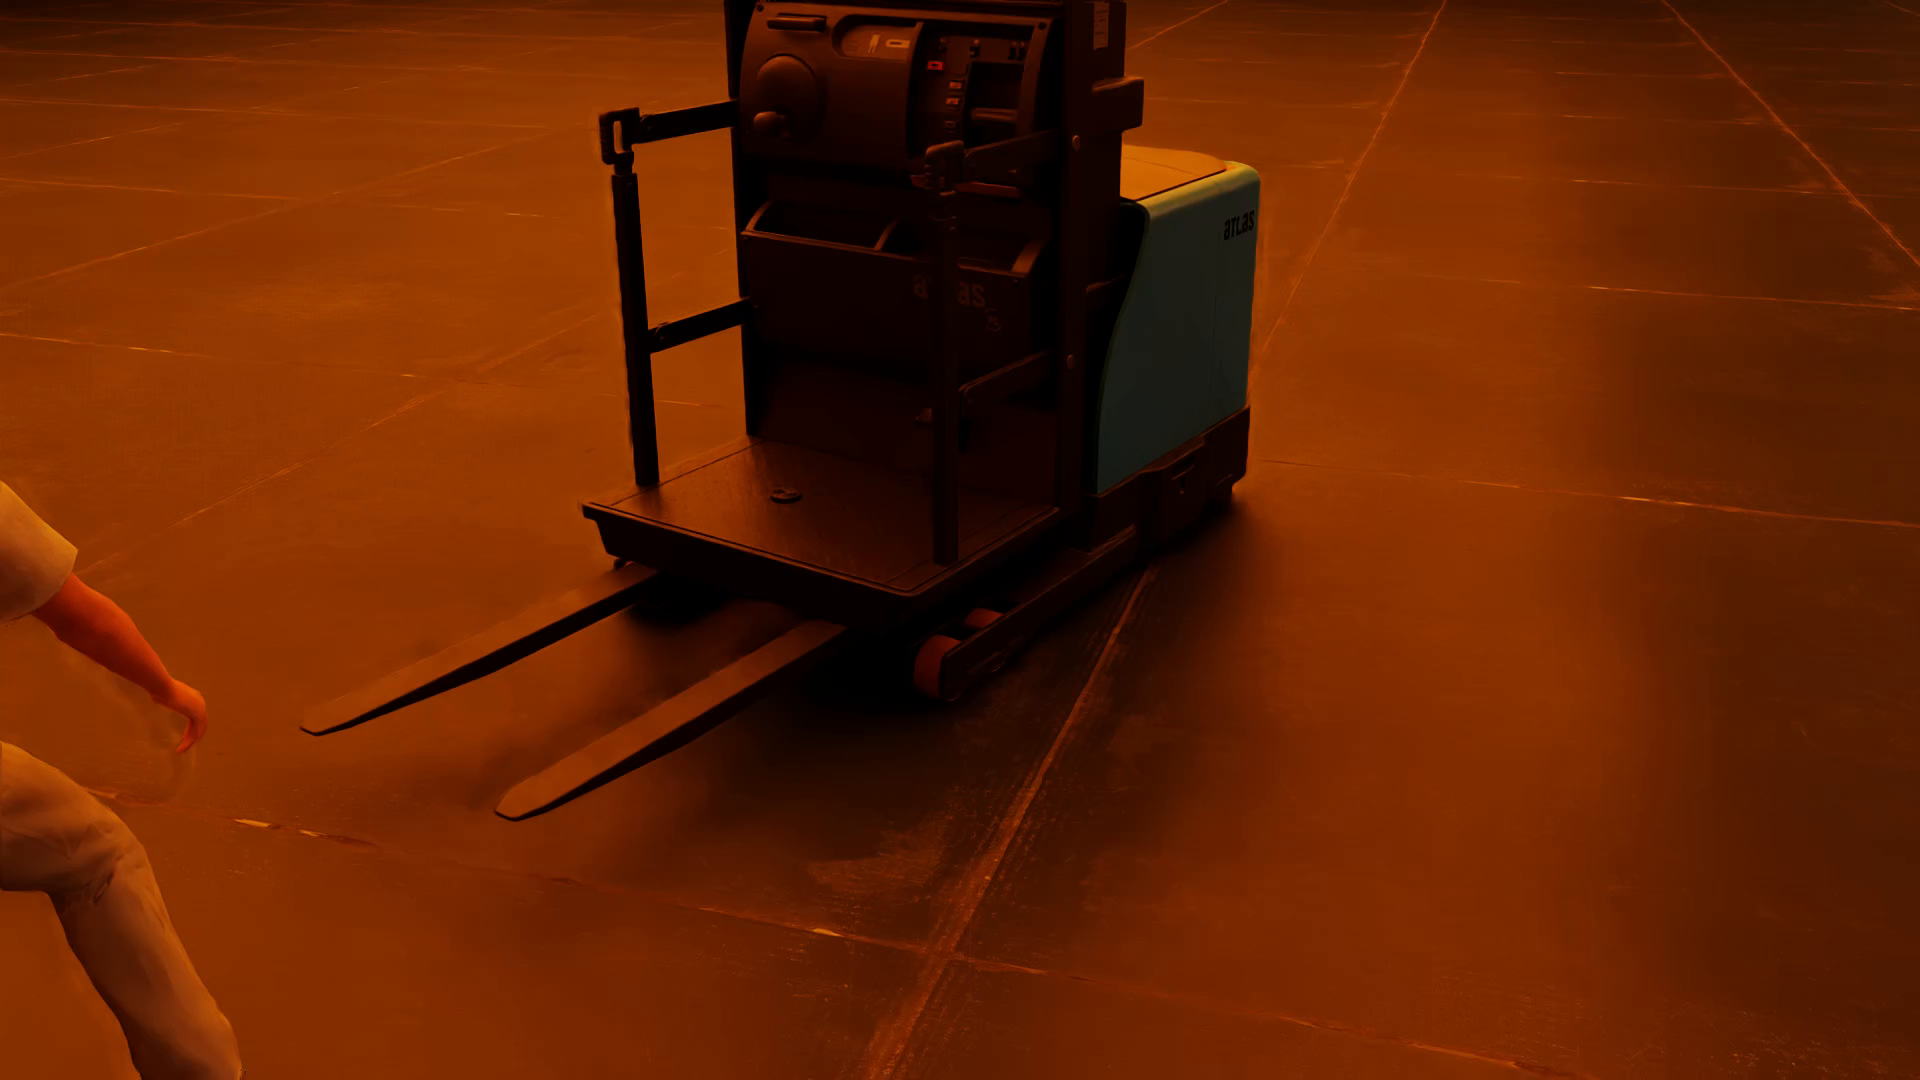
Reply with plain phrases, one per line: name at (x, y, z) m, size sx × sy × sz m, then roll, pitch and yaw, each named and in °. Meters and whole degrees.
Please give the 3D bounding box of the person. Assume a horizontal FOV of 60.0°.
person at (-1.432, 0.287, 2.291) m, size 0.719 × 1.549 × 0.547 m, roll -11°, pitch 25°, yaw -24°

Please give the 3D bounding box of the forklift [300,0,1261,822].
forklift at (-0.298, -1.157, 4.081) m, size 1.130 × 2.935 × 3.031 m, roll 14°, pitch 26°, yaw 31°
